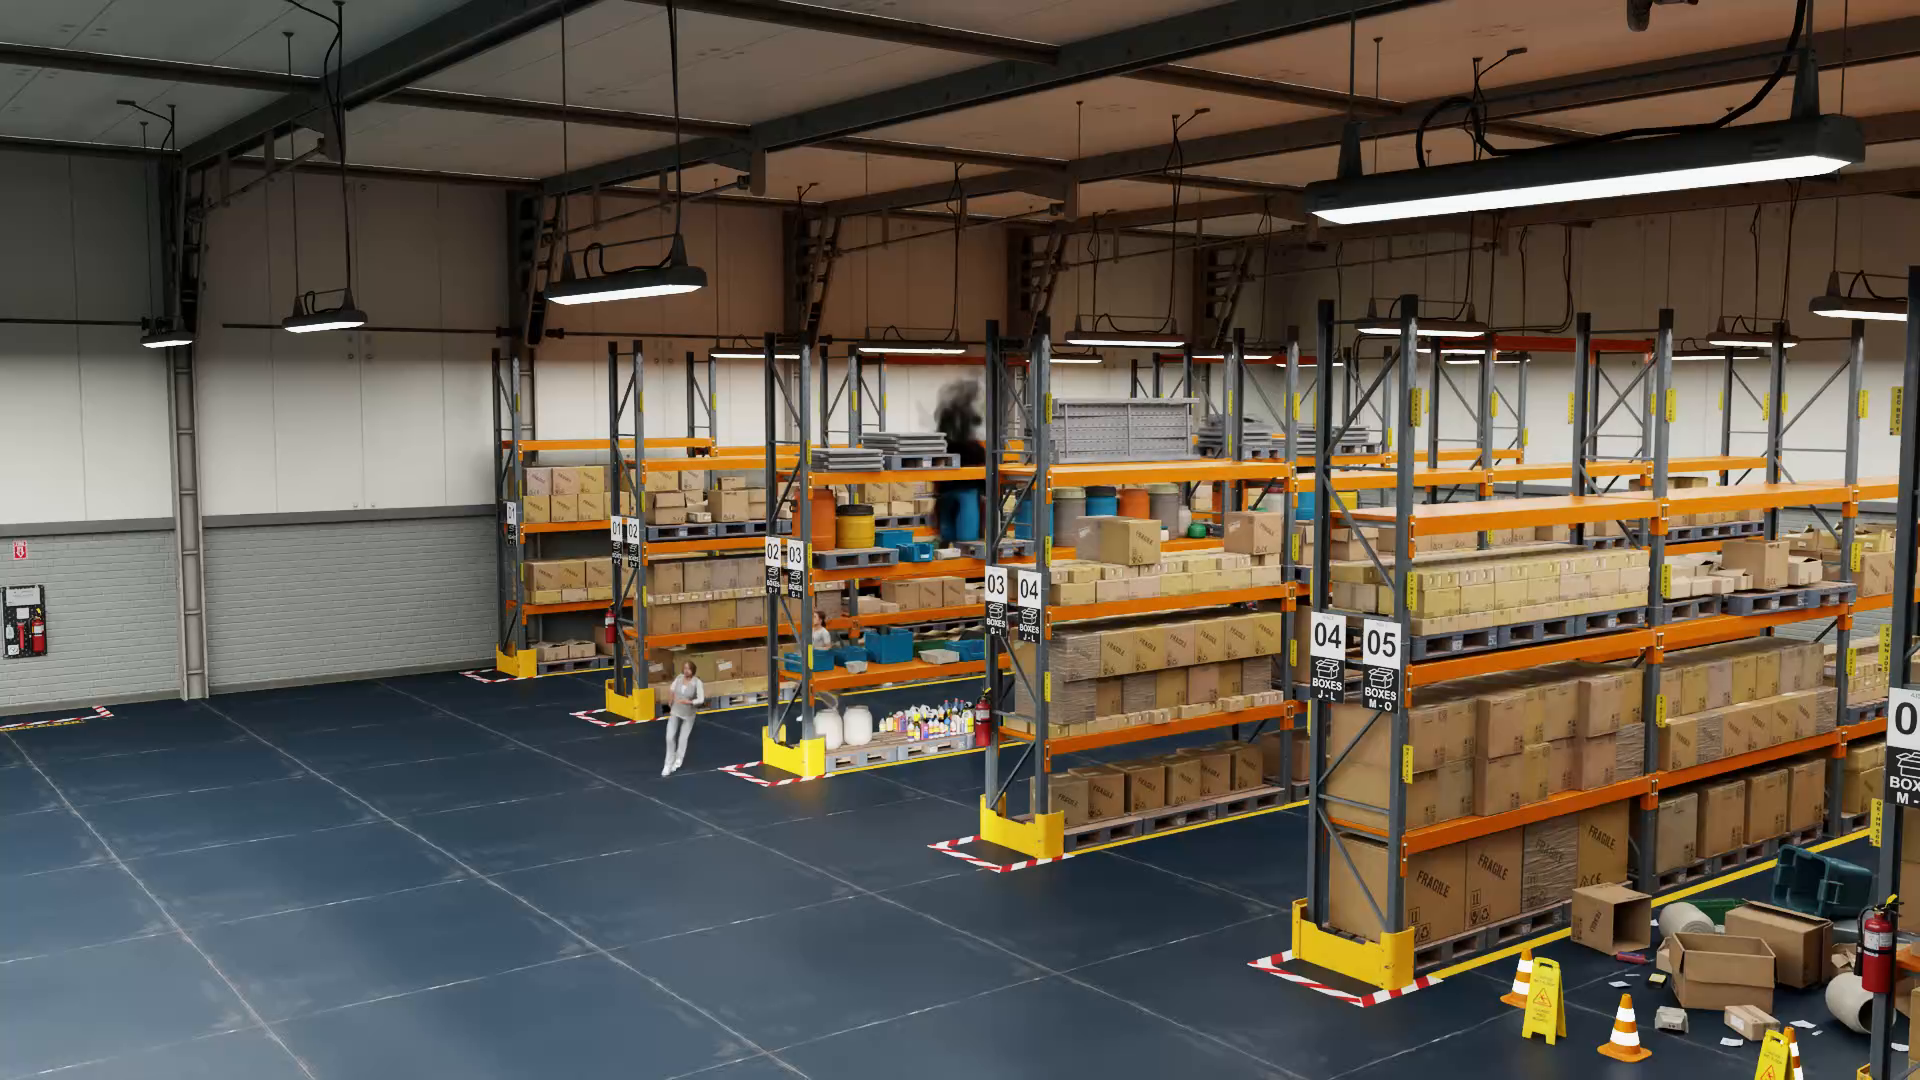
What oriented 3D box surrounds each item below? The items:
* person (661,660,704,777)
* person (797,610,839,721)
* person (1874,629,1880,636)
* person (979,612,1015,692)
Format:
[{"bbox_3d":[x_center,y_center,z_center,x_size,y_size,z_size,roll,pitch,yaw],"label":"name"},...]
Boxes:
[{"bbox_3d":[-3.738,2.413,22.600,0.590,1.619,0.641,0,5,5],"label":"person"},{"bbox_3d":[-2.154,1.867,24.891,0.736,1.646,0.575,-5,7,-43],"label":"person"},{"bbox_3d":[13.747,2.146,24.805,0.882,1.654,0.581,-3,6,-27],"label":"person"},{"bbox_3d":[0.671,1.602,27.525,0.965,1.820,0.662,-5,7,-45],"label":"person"}]
